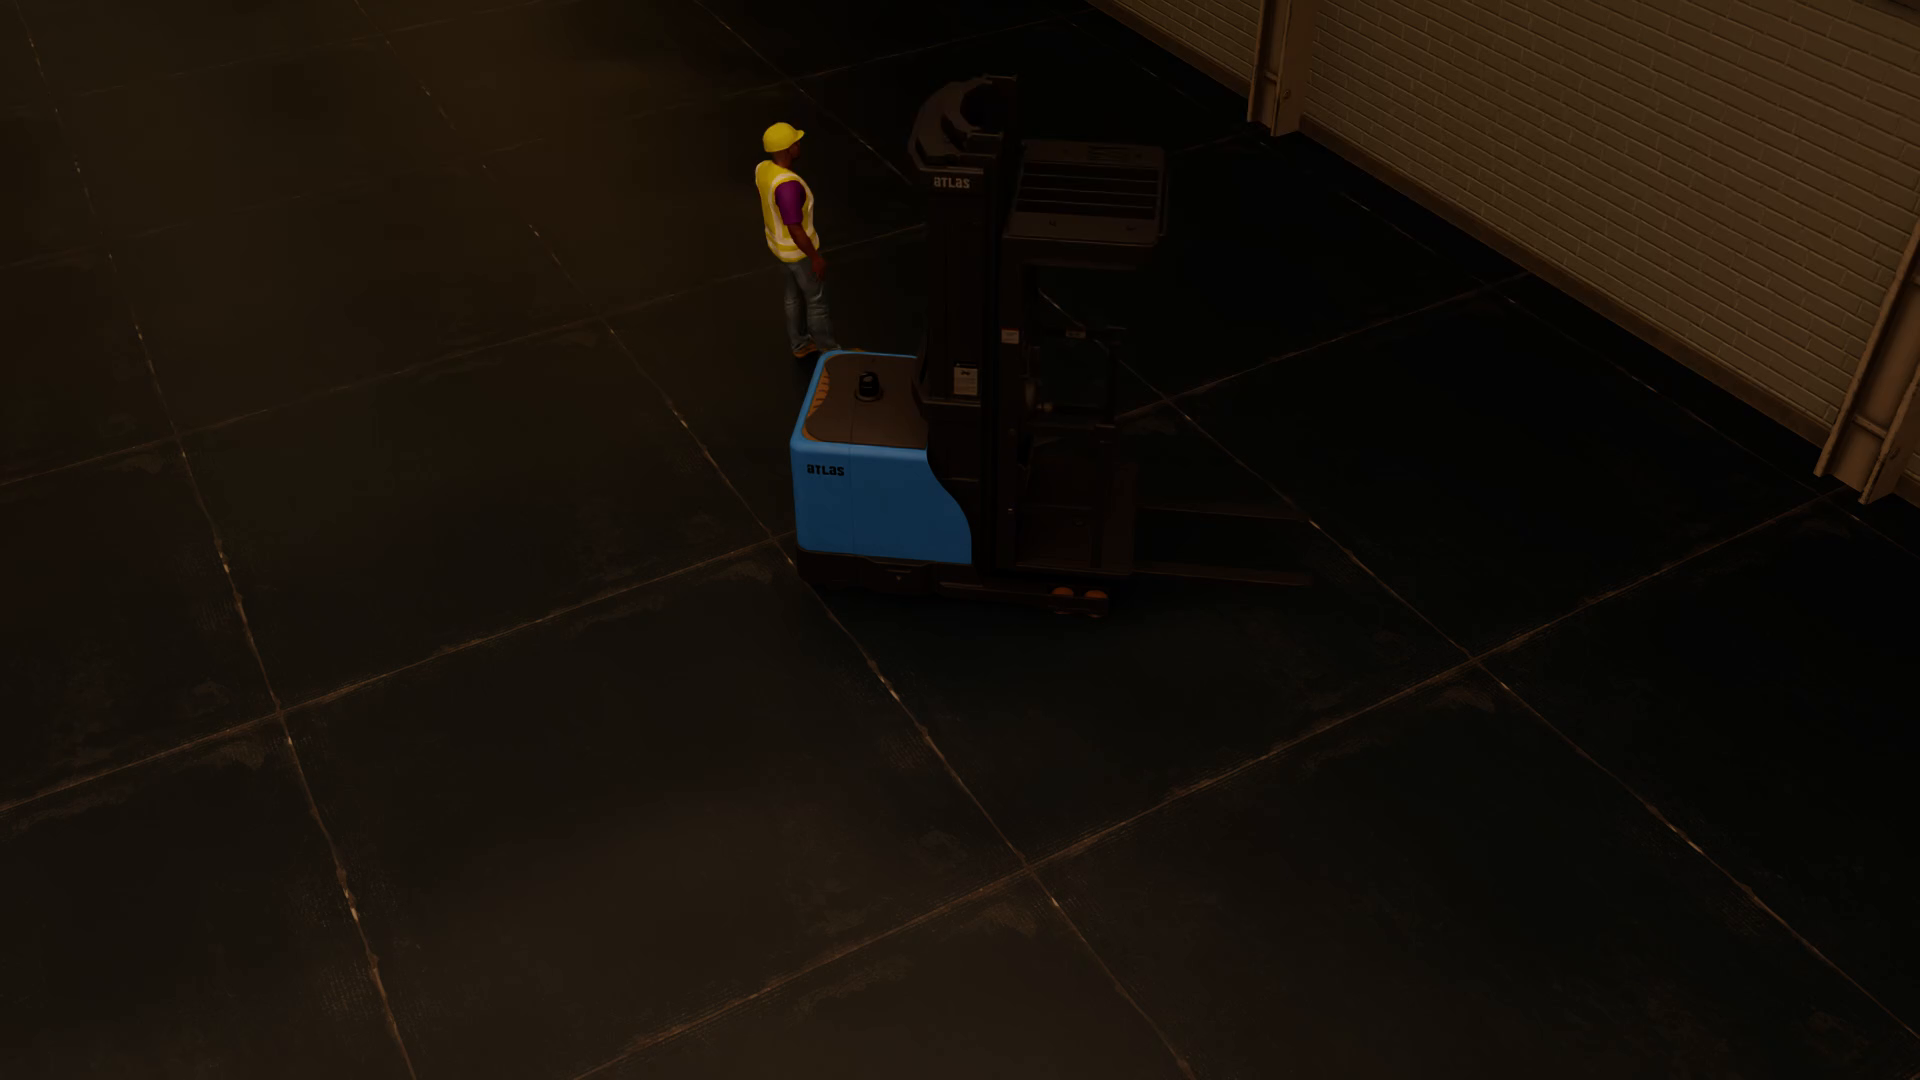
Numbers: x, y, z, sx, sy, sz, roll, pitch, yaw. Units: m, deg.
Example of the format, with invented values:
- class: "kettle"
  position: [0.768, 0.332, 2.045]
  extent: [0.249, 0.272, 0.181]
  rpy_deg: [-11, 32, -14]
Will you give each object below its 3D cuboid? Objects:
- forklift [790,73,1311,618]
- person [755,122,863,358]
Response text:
- class: "forklift"
  position: [0.583, -1.033, 9.282]
  extent: [3.031, 2.935, 1.130]
  rpy_deg: [5, 40, 6]
- class: "person"
  position: [-1.053, -2.033, 11.393]
  extent: [0.575, 1.770, 0.687]
  rpy_deg: [-19, 43, -22]
